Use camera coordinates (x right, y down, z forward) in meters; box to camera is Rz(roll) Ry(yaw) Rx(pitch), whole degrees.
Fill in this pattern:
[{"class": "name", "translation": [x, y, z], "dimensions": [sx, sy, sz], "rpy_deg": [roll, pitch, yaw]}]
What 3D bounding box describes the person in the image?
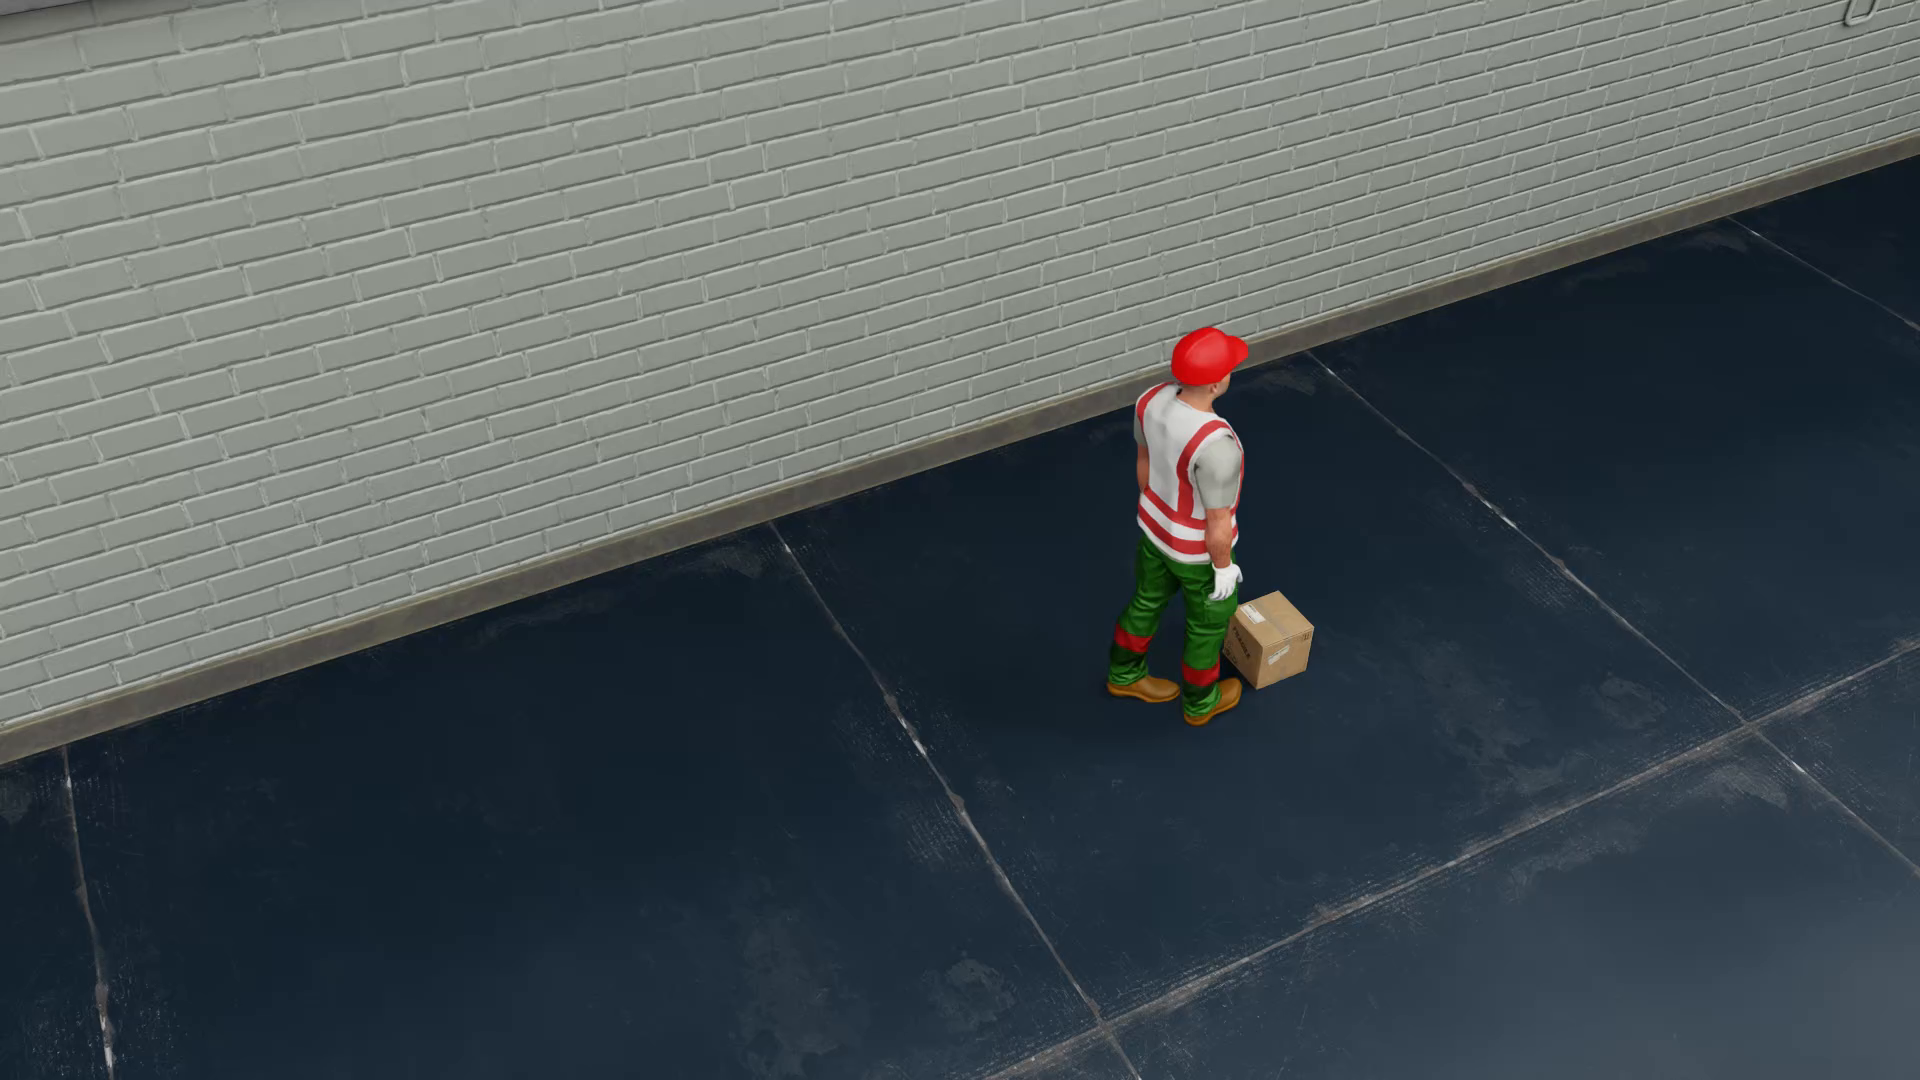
[{"class": "person", "translation": [0.886, -0.033, 6.184], "dimensions": [0.485, 1.802, 0.540], "rpy_deg": [-19, 44, -21]}]
